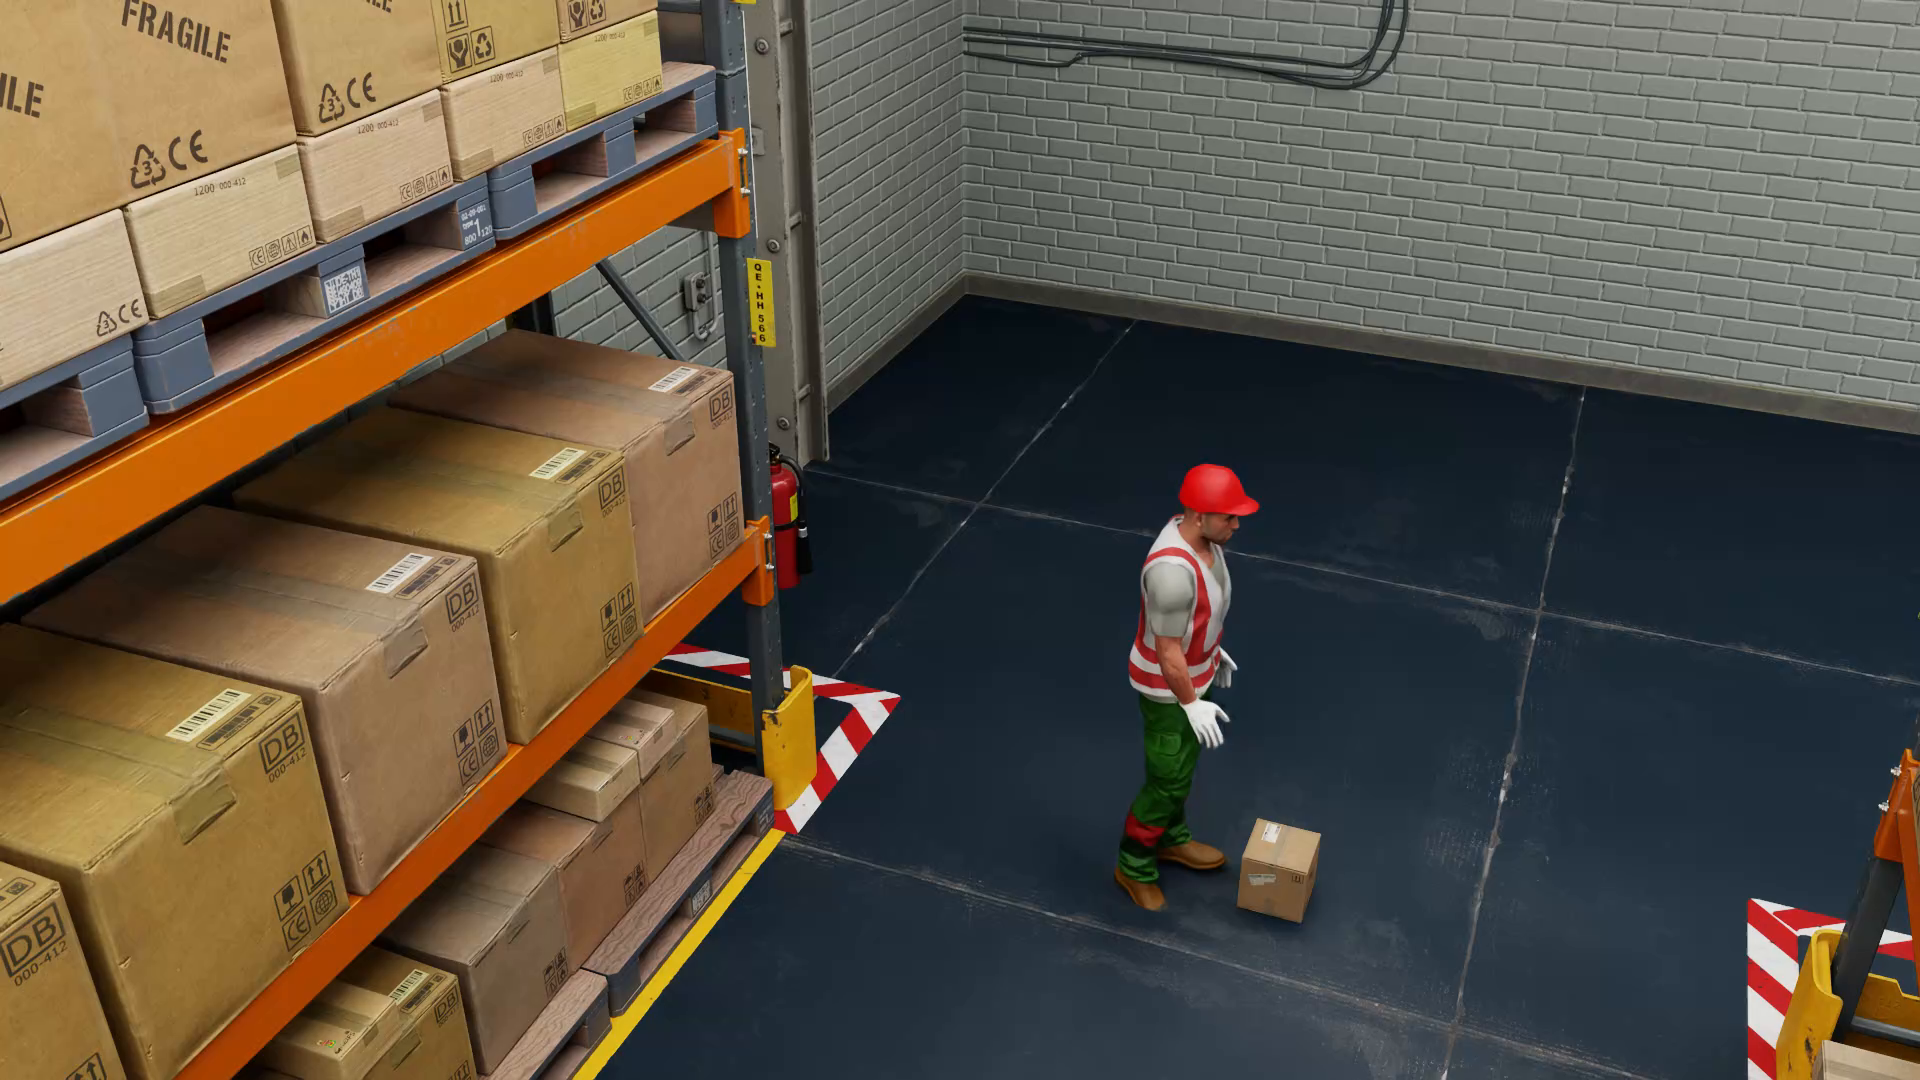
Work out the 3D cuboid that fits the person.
[{"bbox_3d":[0.840,0.555,6.175,0.413,1.857,0.539,11,31,19],"label":"person"}]
